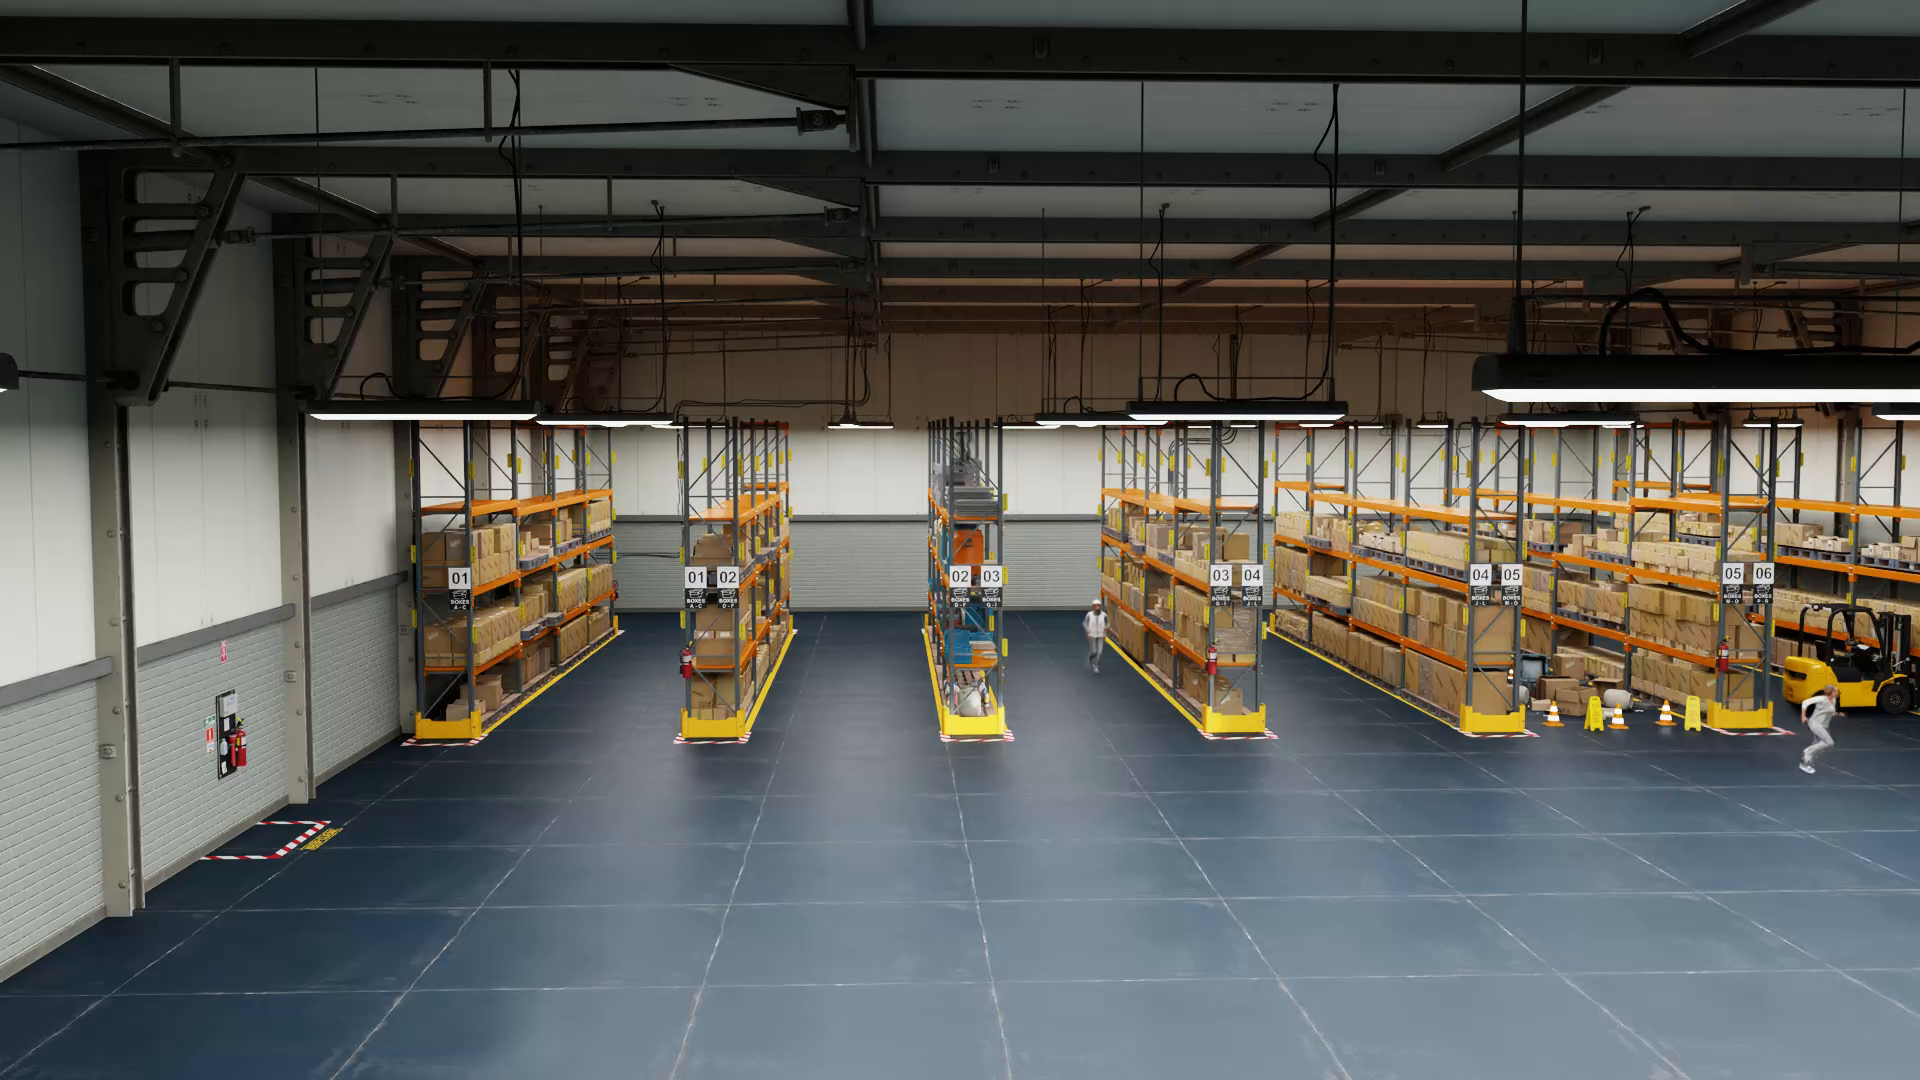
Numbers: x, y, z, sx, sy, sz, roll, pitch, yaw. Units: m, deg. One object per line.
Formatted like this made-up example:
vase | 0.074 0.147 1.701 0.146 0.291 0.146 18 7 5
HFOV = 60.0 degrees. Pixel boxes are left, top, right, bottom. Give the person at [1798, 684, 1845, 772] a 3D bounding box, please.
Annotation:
person | 14.408 3.146 27.799 0.524 1.525 0.720 -3 5 -36

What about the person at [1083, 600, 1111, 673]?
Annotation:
person | 3.262 2.284 39.476 0.651 1.743 0.608 0 4 -1

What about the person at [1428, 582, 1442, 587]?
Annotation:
person | 14.347 1.586 49.483 0.967 1.790 0.650 0 4 -3
